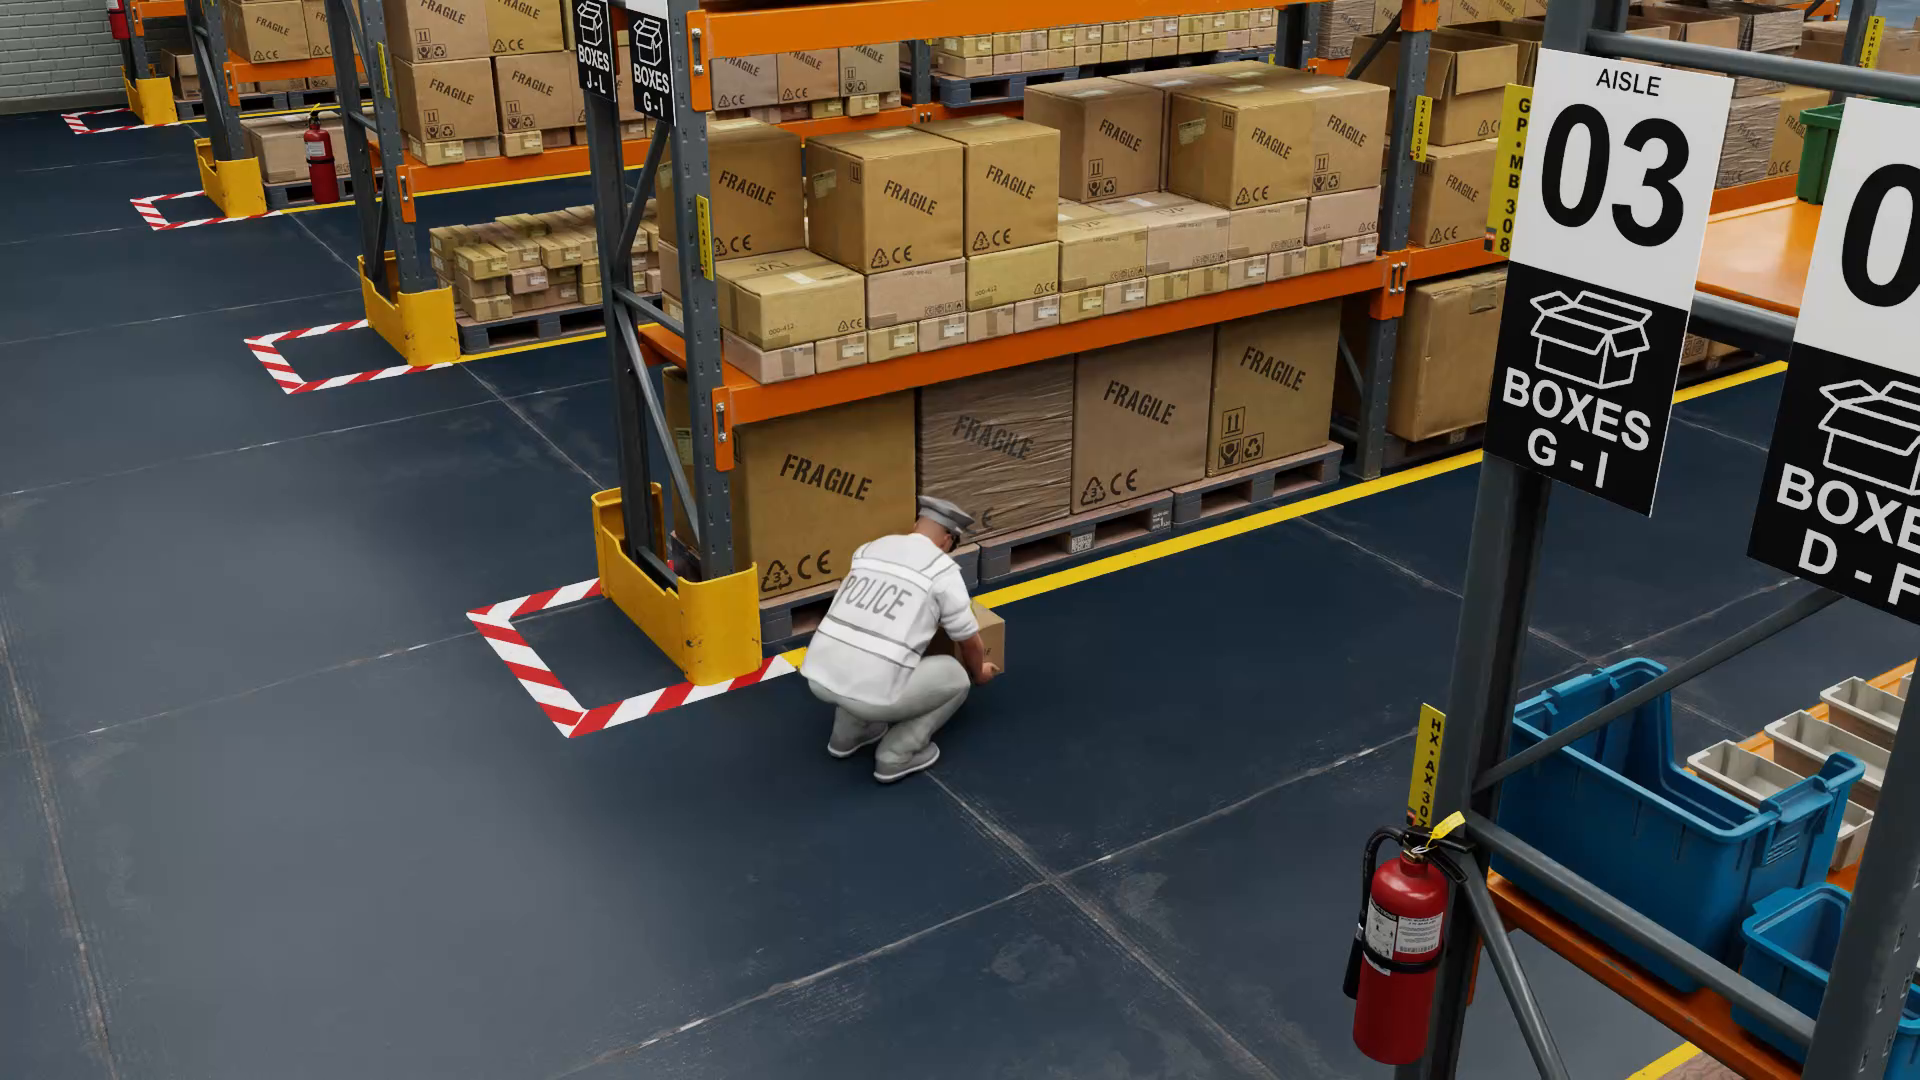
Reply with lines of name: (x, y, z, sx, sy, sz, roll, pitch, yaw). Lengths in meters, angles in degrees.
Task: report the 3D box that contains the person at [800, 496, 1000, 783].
person: (-0.232, 0.380, 6.683, 0.562, 1.004, 0.925, 21, 32, 38)
